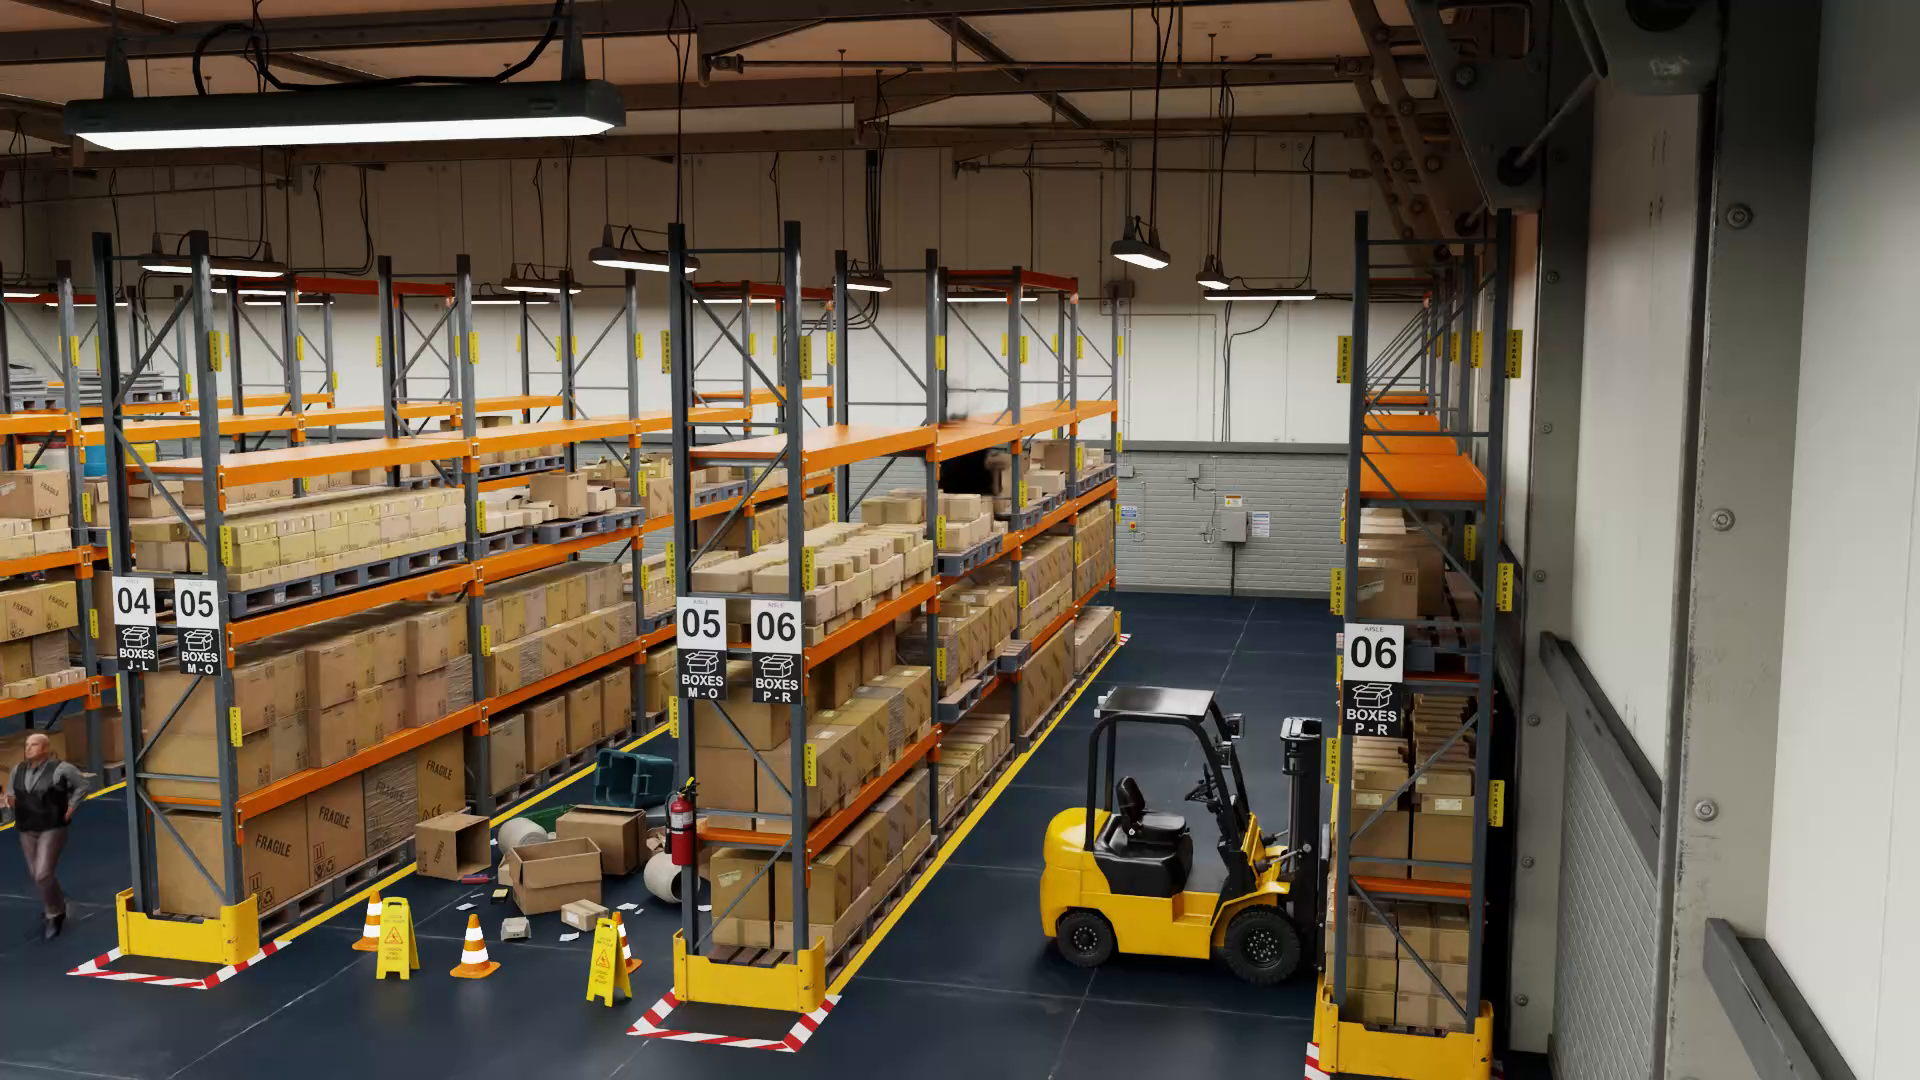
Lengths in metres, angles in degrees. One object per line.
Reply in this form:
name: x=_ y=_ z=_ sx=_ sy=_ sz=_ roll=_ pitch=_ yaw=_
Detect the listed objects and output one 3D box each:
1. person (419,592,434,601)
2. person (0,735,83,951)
person: x=-7.470 y=1.512 z=23.320 sx=0.528 sy=1.601 sz=0.868 roll=1 pitch=7 yaw=11
person: x=-7.988 y=2.566 z=14.361 sx=0.657 sy=1.787 sz=0.759 roll=1 pitch=7 yaw=6
